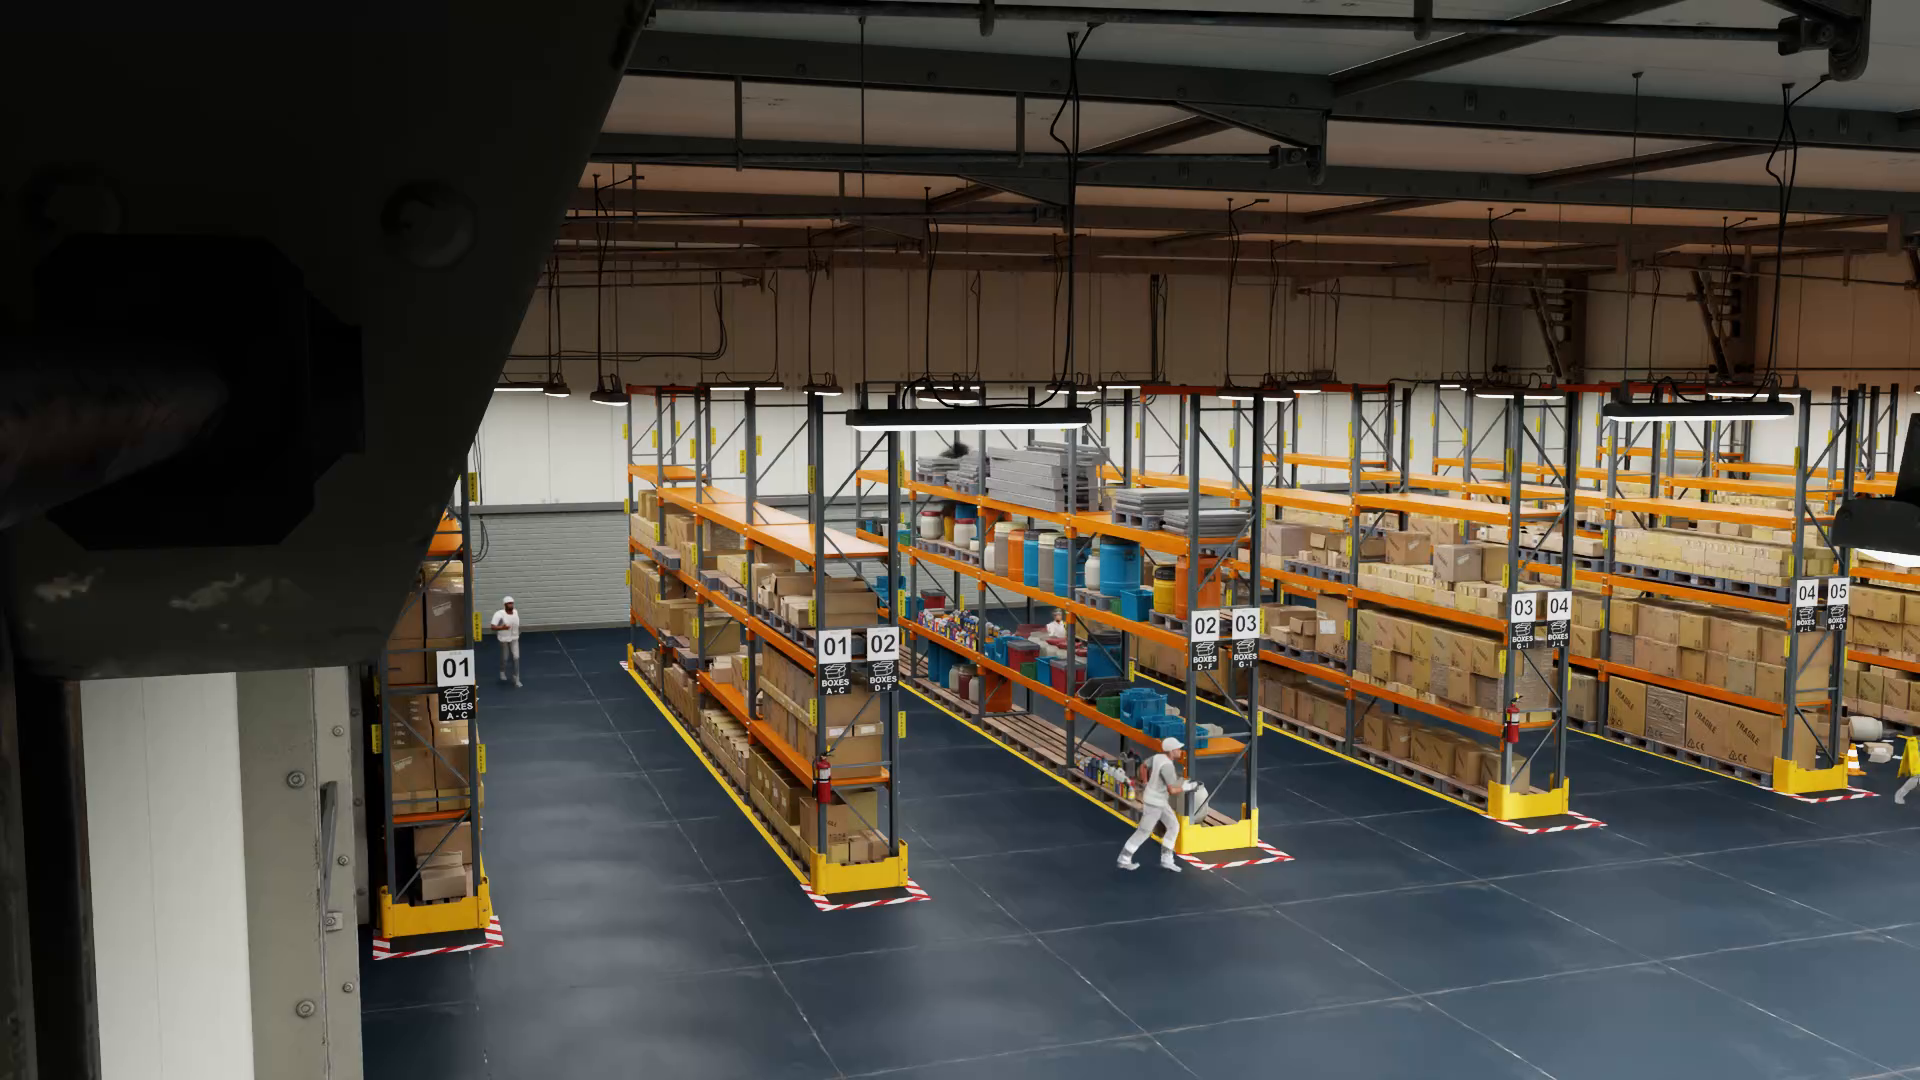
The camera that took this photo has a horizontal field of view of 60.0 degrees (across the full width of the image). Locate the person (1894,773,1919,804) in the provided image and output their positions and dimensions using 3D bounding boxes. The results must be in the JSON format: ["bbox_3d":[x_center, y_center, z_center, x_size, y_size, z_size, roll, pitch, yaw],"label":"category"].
[{"bbox_3d":[13.971,3.058,23.797,0.595,1.612,0.962,-5,8,-40],"label":"person"}]

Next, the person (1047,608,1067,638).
[{"bbox_3d":[1.872,2.165,32.234,0.584,1.747,0.830,-4,7,-31],"label":"person"}]

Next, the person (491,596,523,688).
[{"bbox_3d":[-9.062,2.024,33.232,0.666,1.814,0.853,-5,7,-38],"label":"person"}]

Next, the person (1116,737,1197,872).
[{"bbox_3d":[2.460,3.320,20.807,0.994,1.753,0.686,1,6,5],"label":"person"}]

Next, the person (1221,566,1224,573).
[{"bbox_3d":[6.045,1.424,39.177,0.687,1.752,0.901,0,6,2],"label":"person"}]
